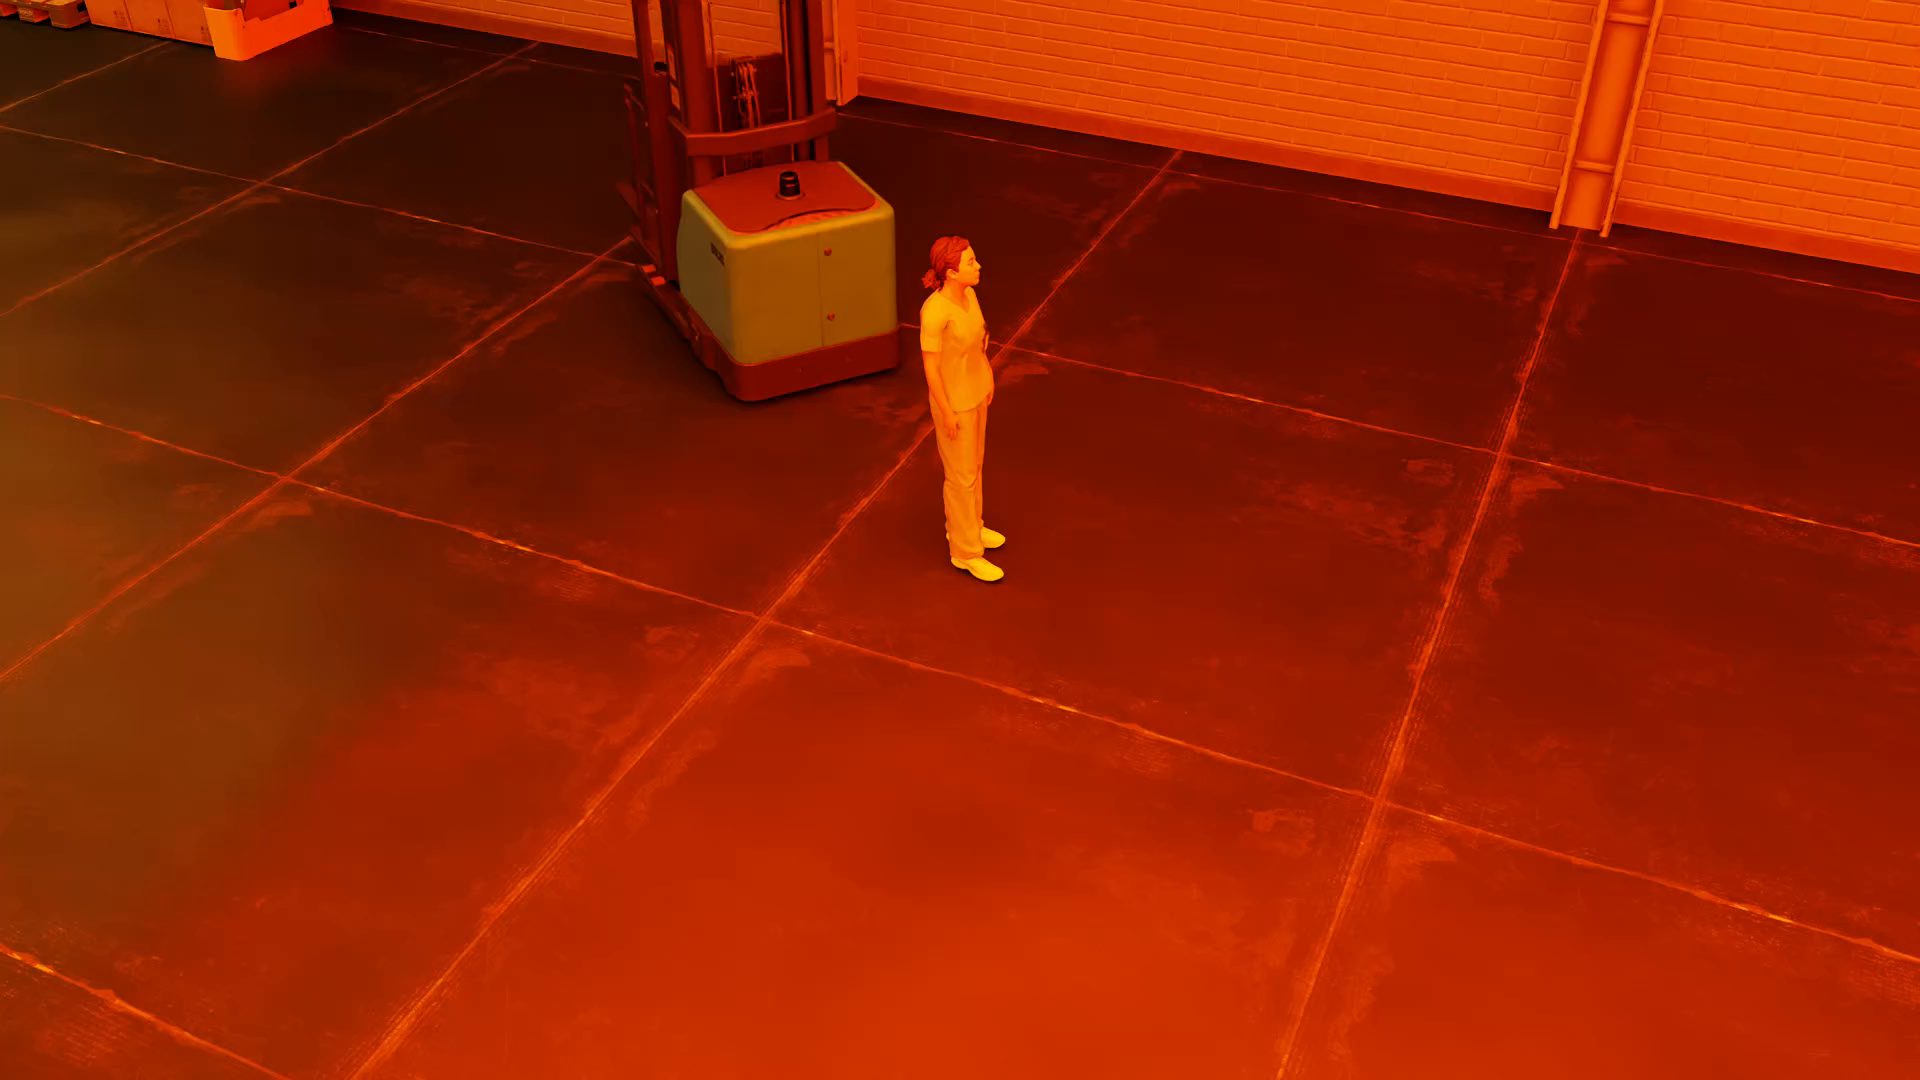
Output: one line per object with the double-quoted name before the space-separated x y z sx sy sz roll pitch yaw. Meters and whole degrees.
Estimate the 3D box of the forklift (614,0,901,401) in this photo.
"forklift" -1.466 -2.836 10.062 1.130 2.935 3.031 -16 39 -21

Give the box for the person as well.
"person" 0.061 -0.663 8.086 0.549 1.674 0.550 15 38 20
